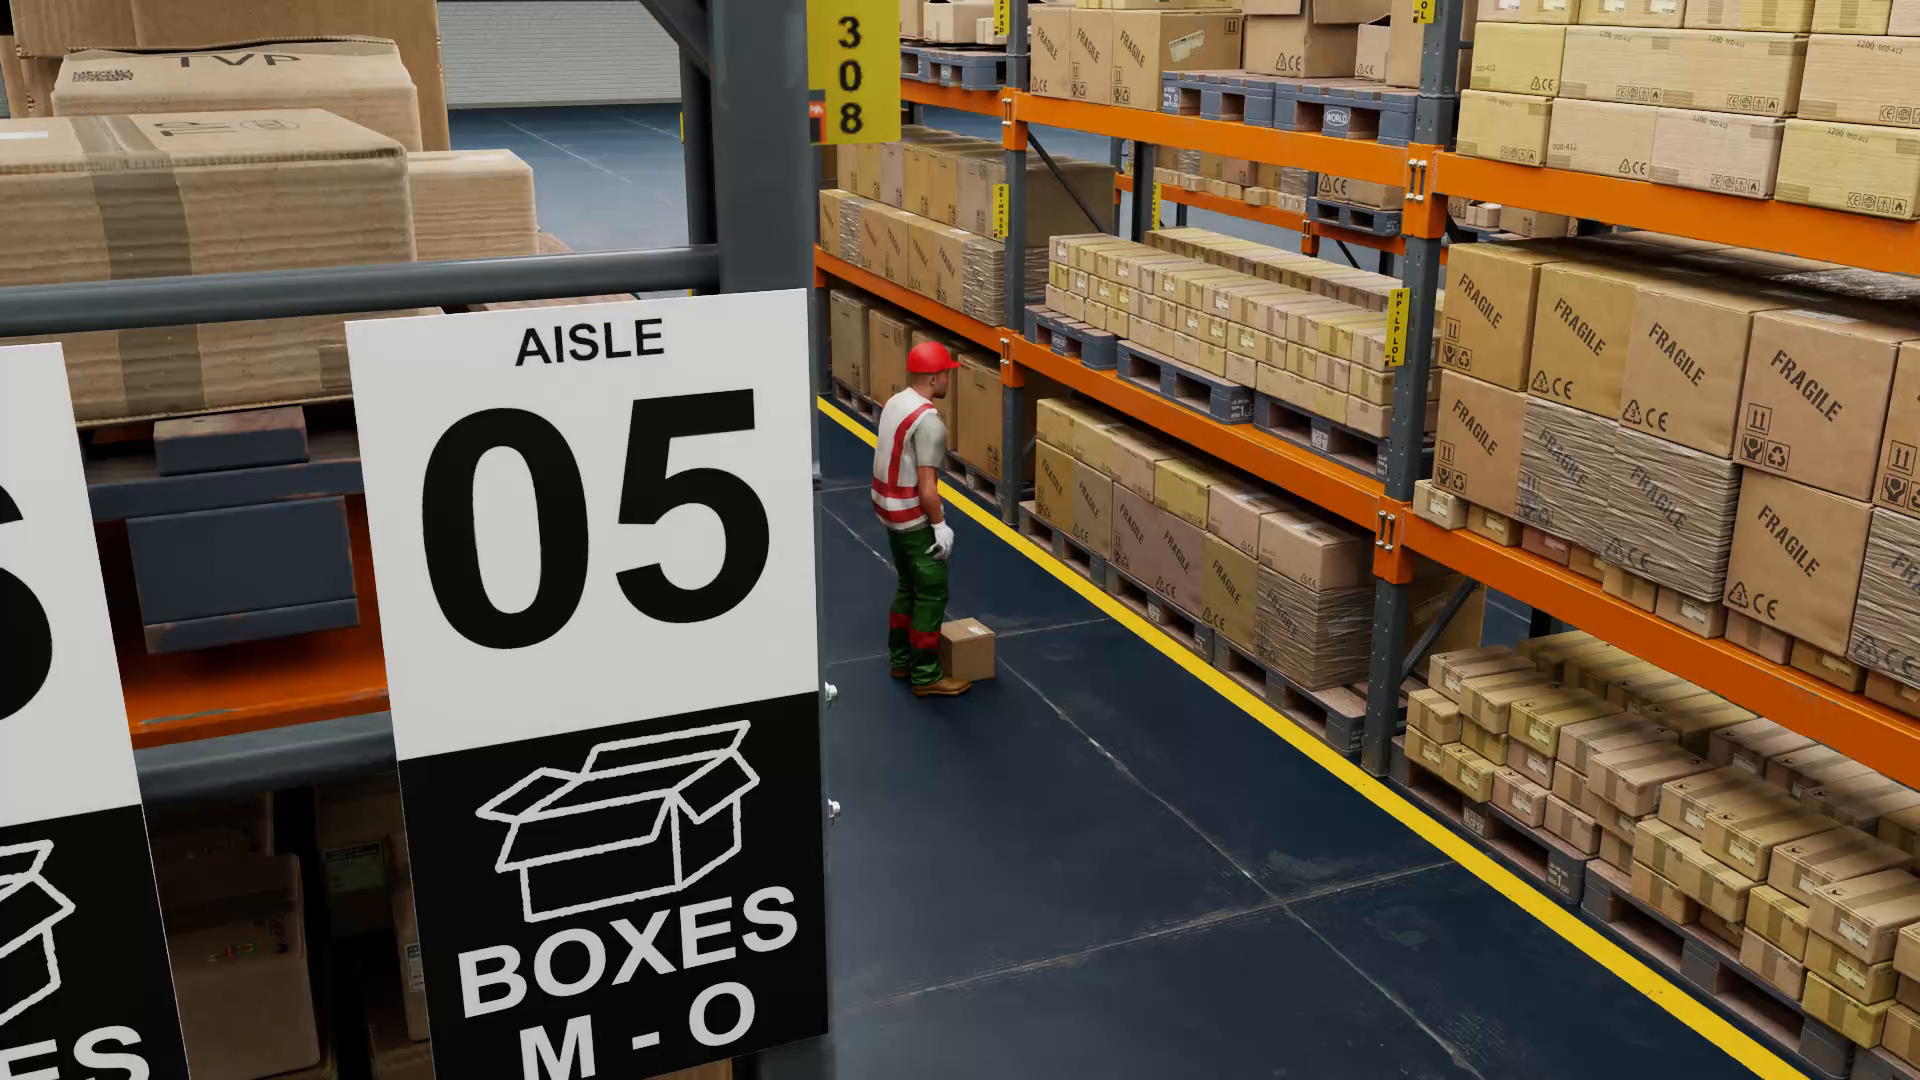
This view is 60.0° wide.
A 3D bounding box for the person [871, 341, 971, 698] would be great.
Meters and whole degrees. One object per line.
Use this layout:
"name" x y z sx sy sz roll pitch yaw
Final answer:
"person" -0.196 -0.110 8.366 0.453 1.778 0.605 -8 20 -22
